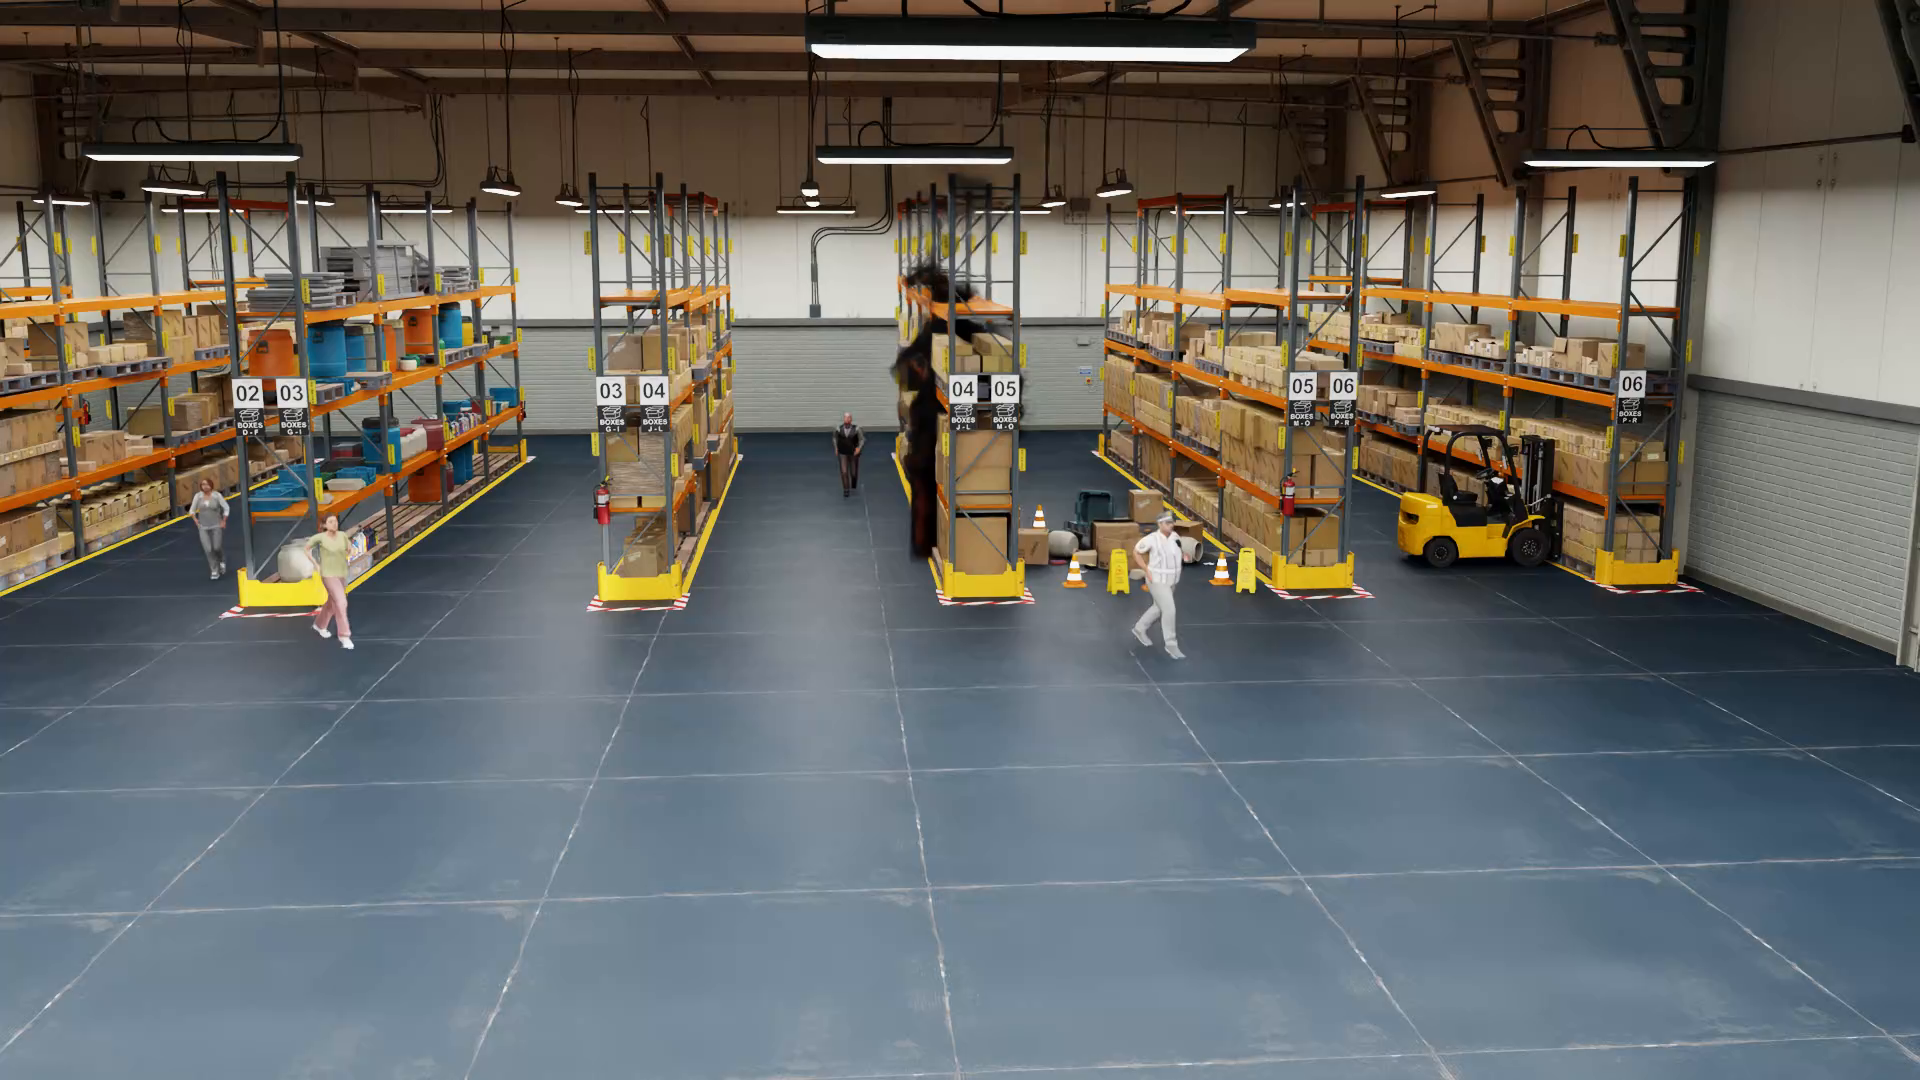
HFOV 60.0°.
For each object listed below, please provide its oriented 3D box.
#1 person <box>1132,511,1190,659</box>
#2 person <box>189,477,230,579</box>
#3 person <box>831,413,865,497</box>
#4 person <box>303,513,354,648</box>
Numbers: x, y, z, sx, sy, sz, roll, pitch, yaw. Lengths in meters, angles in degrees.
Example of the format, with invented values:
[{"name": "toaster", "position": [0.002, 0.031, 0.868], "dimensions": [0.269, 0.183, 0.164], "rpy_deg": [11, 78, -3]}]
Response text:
[{"name": "person", "position": [2.519, 0.525, 20.653], "dimensions": [0.865, 1.830, 0.636], "rpy_deg": [9, 14, 42]}, {"name": "person", "position": [-11.368, -0.165, 25.197], "dimensions": [0.553, 1.541, 0.533], "rpy_deg": [-3, 10, -14]}, {"name": "person", "position": [-2.262, -1.739, 33.688], "dimensions": [0.695, 1.685, 0.771], "rpy_deg": [0, 10, 1]}, {"name": "person", "position": [-7.963, 0.489, 21.153], "dimensions": [0.824, 1.719, 0.551], "rpy_deg": [6, 12, 32]}]
